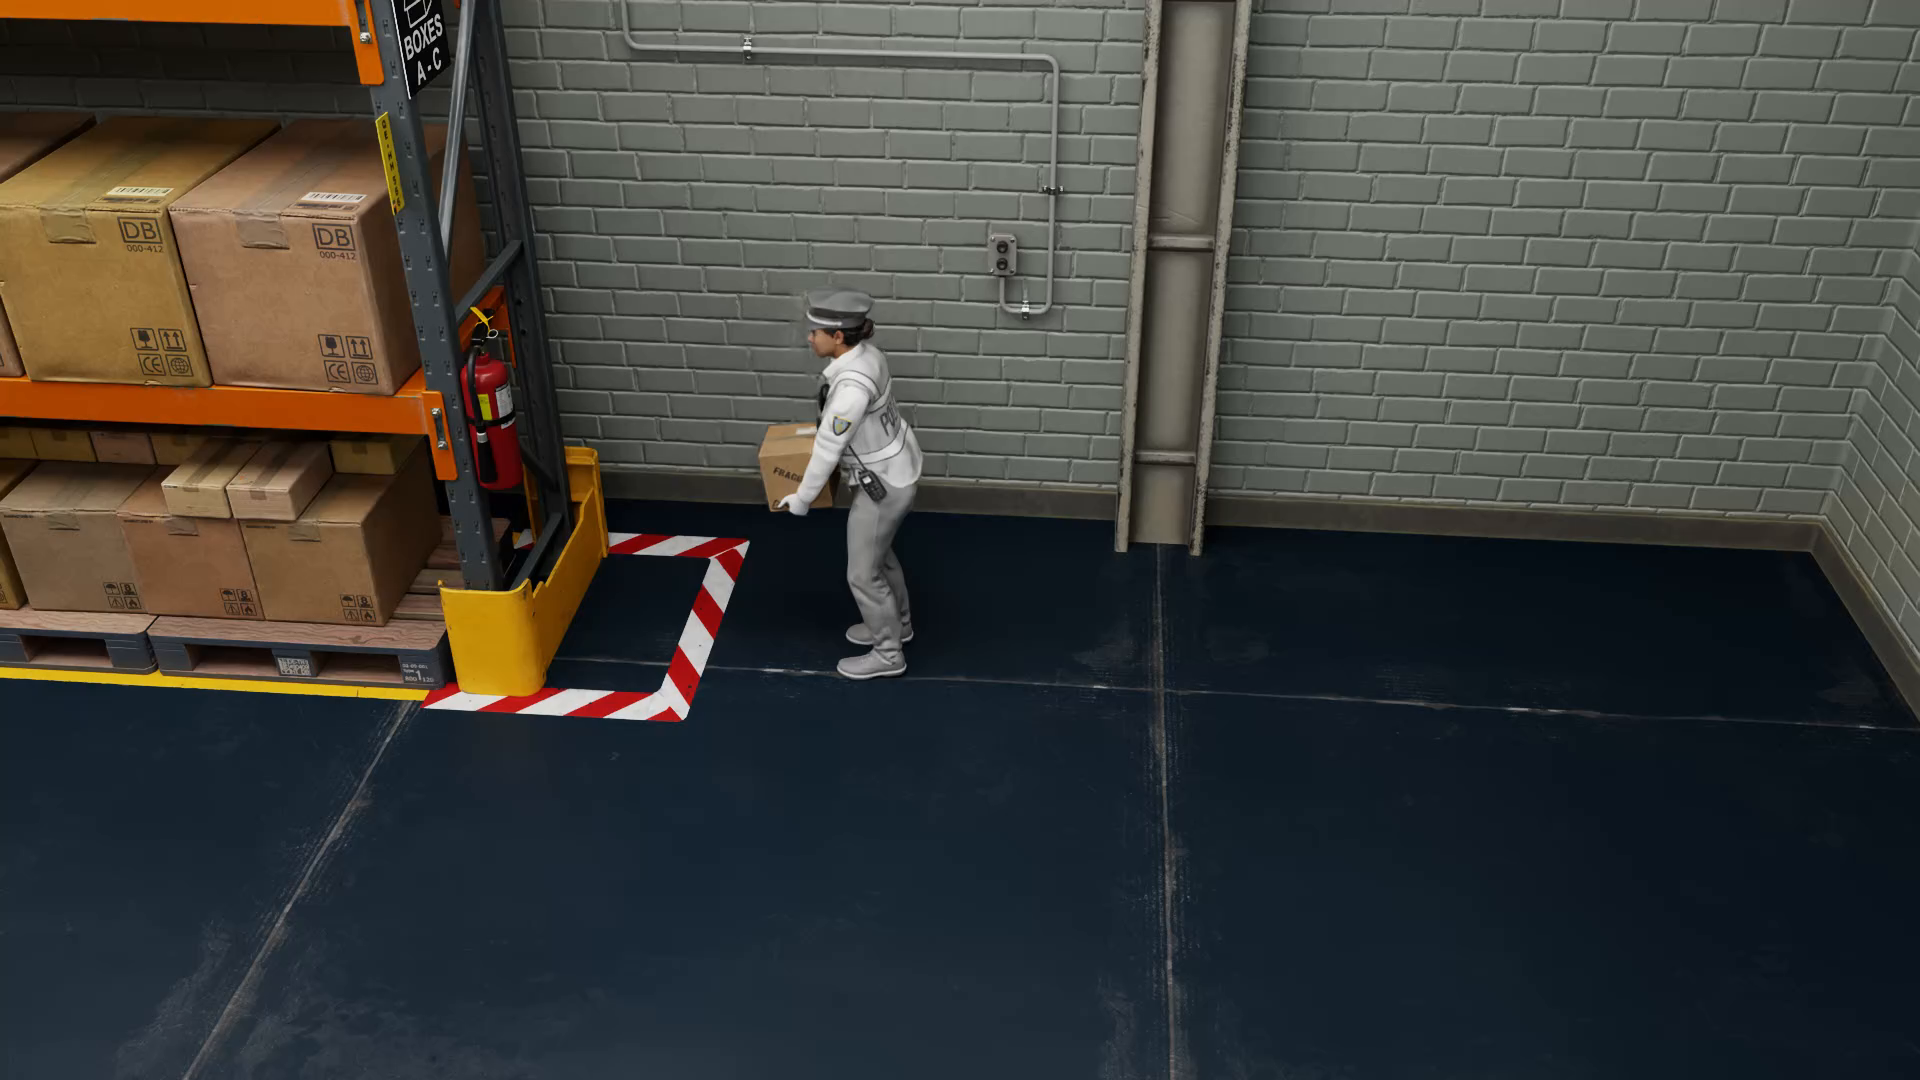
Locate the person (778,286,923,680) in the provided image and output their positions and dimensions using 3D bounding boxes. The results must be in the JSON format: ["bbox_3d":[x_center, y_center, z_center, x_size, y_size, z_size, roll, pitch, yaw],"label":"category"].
[{"bbox_3d":[-0.422,-0.211,6.496,0.552,1.647,0.415,2,32,3],"label":"person"}]
